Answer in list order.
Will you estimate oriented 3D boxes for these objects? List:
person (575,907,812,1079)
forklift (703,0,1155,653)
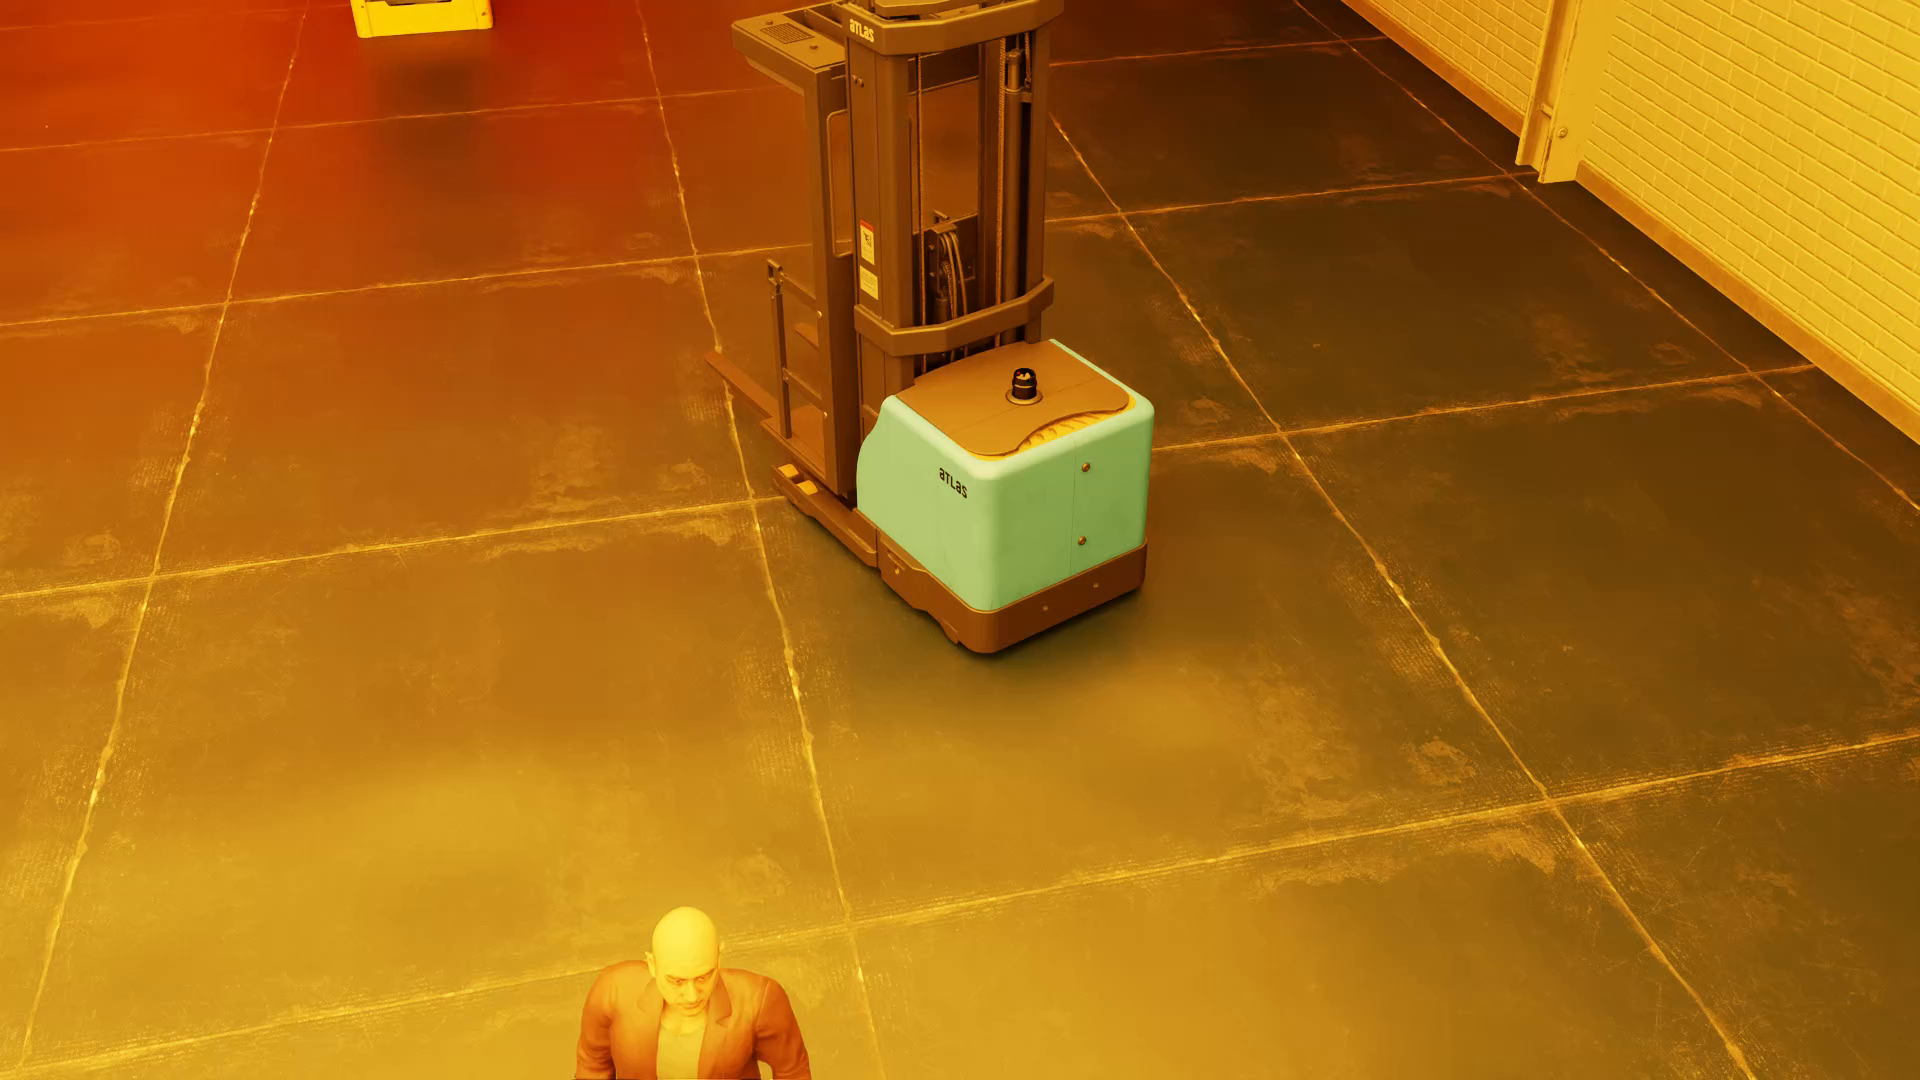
[{"bbox_3d":[-0.735,1.757,4.582,0.694,1.777,0.576,-1,36,-1],"label":"person"},{"bbox_3d":[-0.350,-1.480,8.107,1.130,2.935,3.031,-22,41,-28],"label":"forklift"}]
